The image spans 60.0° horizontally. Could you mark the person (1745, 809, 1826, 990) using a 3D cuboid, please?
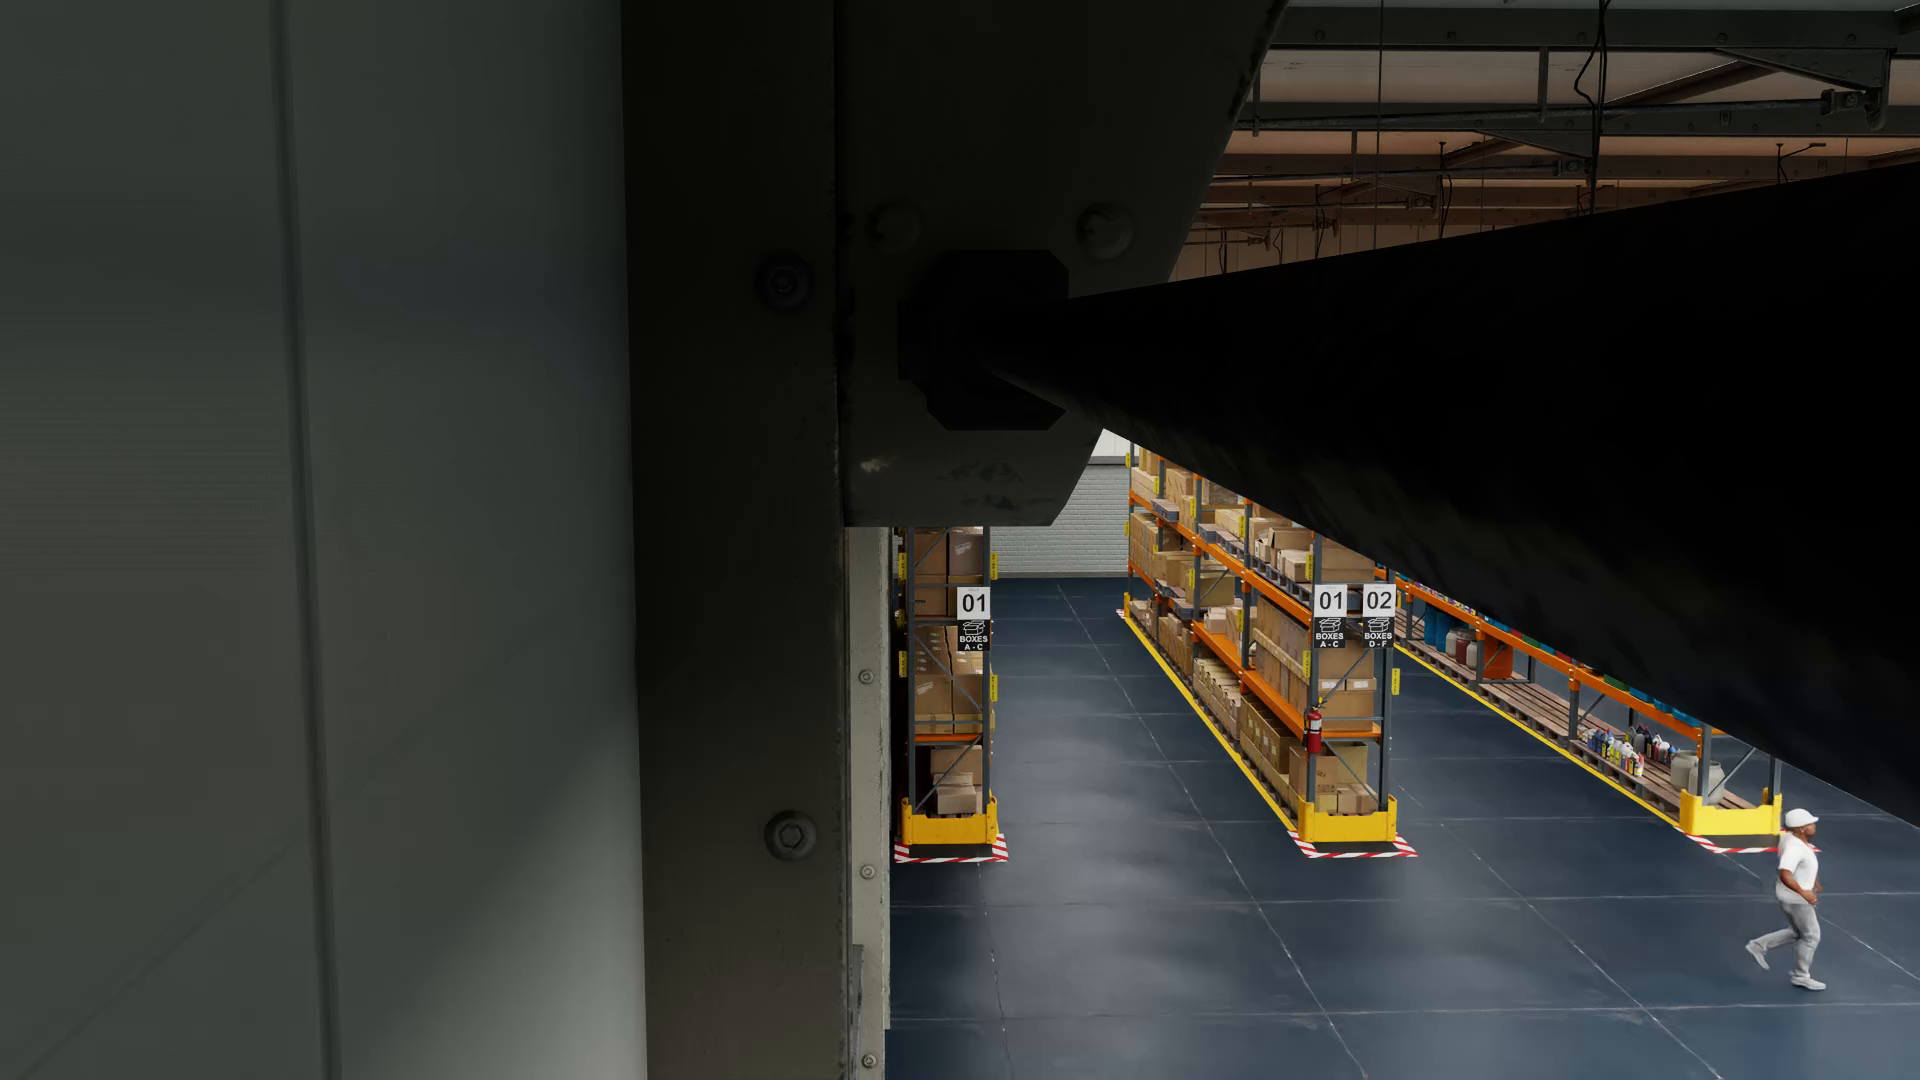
[{"bbox_3d":[7.982,3.432,15.983,0.714,1.746,0.708,3,8,21],"label":"person"}]
